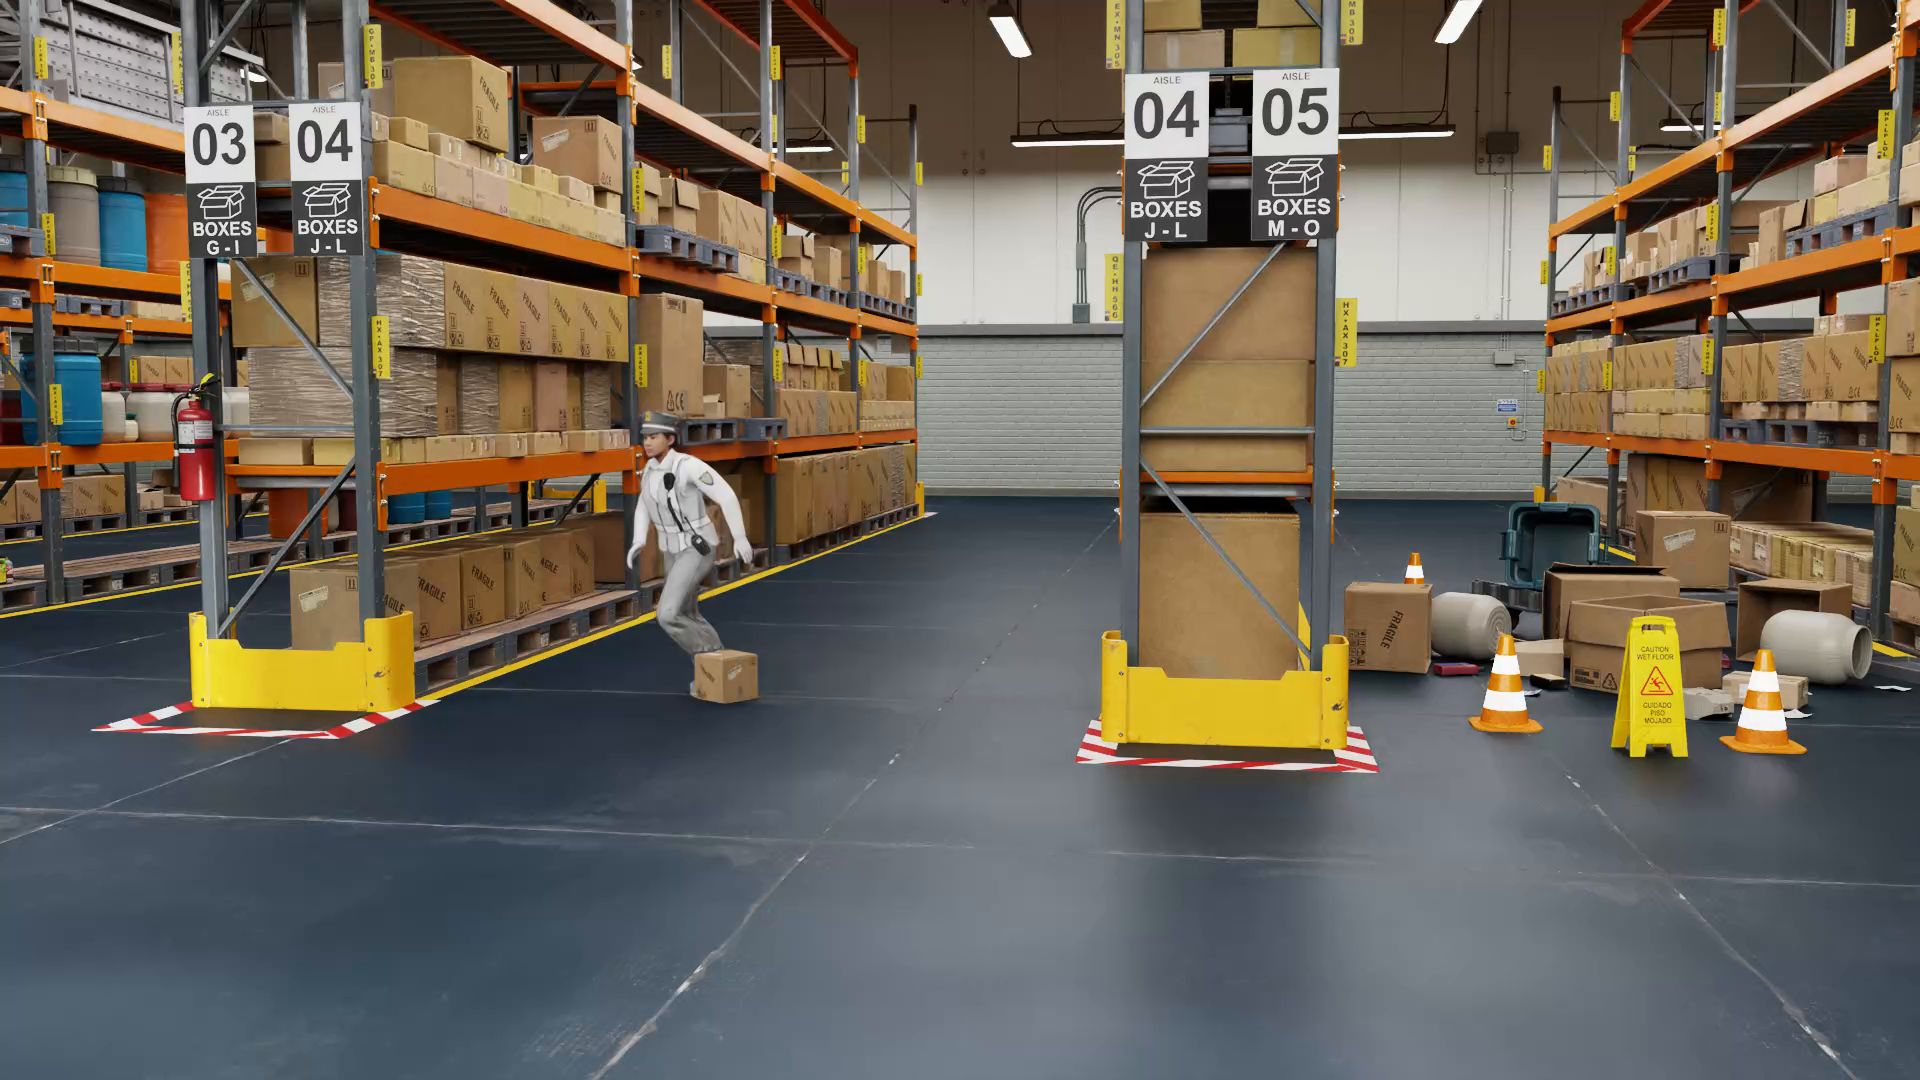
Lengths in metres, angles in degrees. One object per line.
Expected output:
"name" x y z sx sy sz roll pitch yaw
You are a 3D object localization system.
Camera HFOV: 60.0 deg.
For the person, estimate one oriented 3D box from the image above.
"person" -1.517 0.075 9.334 0.690 1.606 0.627 -4 6 -41
